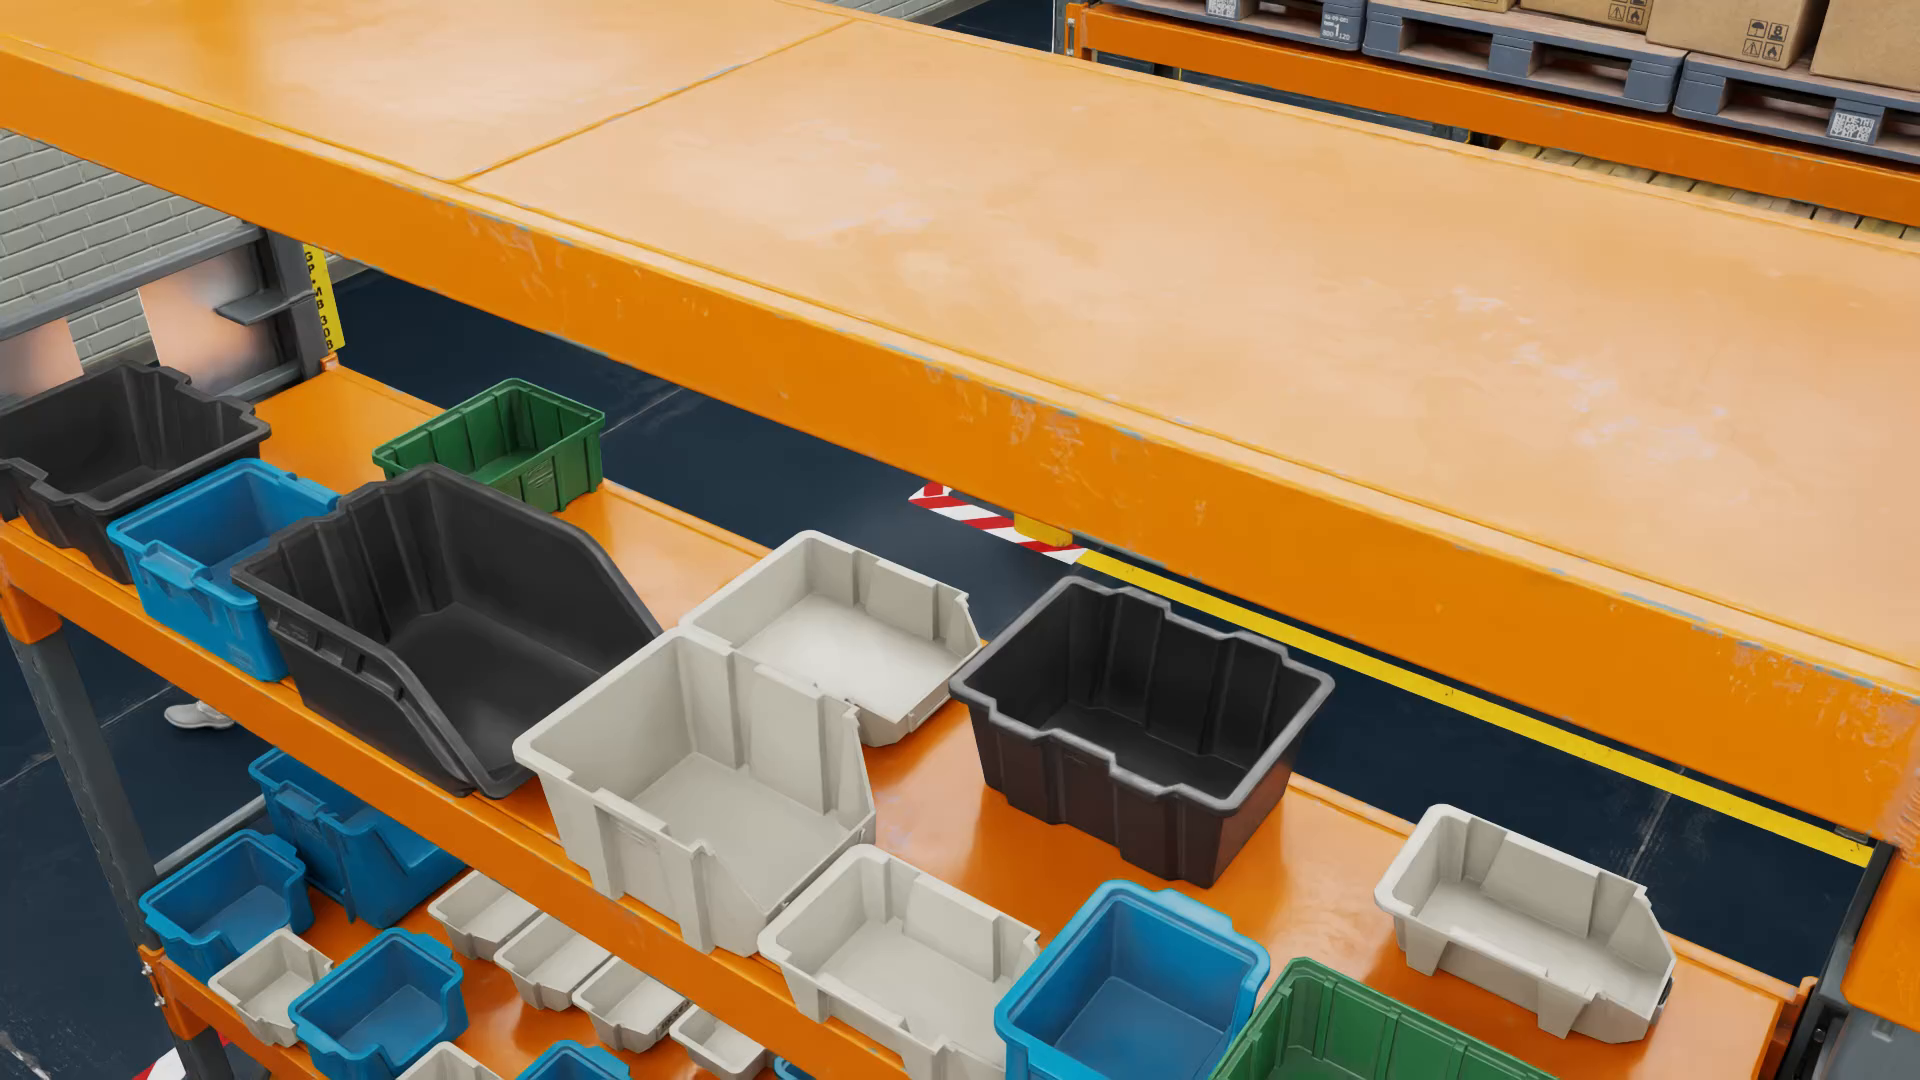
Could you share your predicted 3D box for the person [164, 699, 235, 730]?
[{"bbox_3d":[-3.102,0.074,7.195,1.028,1.725,0.556,-1,34,-1],"label":"person"}]
